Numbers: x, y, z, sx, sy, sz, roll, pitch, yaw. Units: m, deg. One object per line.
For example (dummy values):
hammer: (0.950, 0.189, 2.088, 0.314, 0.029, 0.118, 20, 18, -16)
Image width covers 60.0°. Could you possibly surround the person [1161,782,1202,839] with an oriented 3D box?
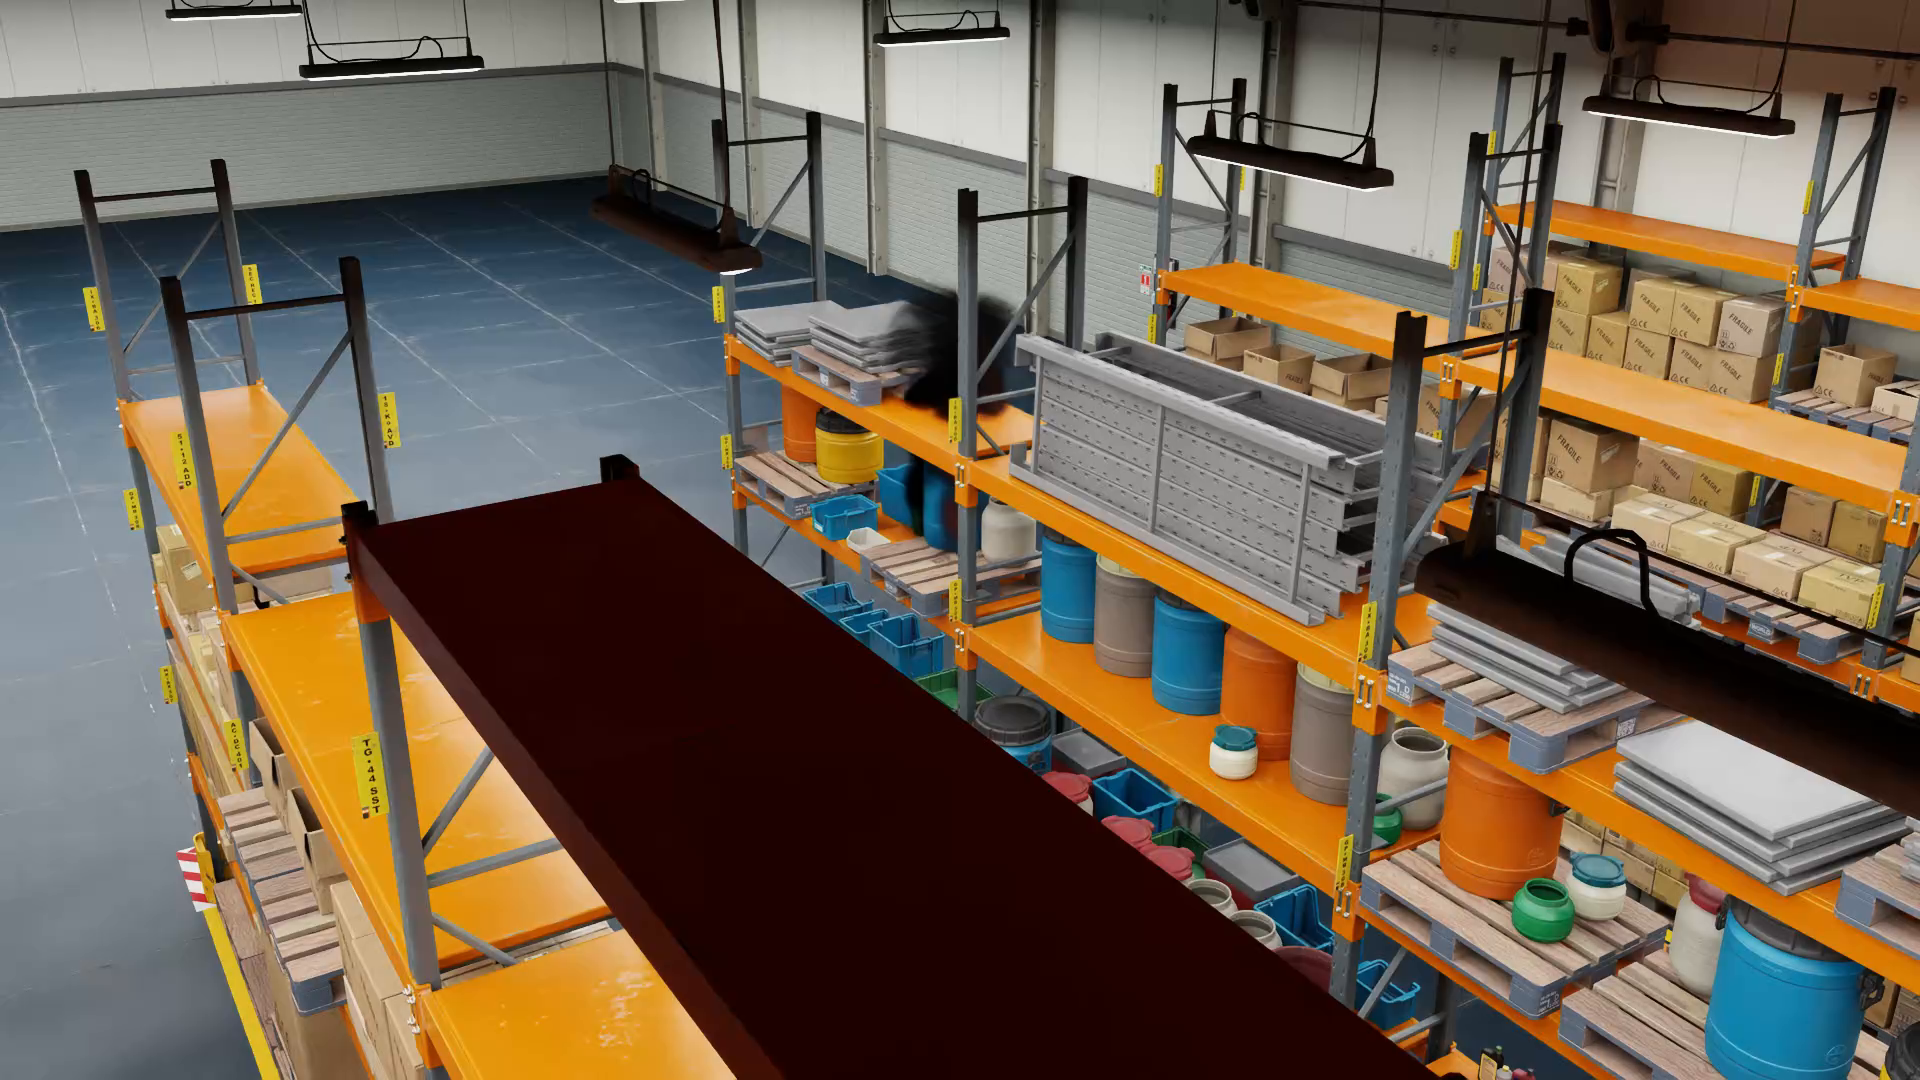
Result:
person: (1.850, 2.151, 13.985, 0.595, 1.547, 0.822, 3, 22, 7)
